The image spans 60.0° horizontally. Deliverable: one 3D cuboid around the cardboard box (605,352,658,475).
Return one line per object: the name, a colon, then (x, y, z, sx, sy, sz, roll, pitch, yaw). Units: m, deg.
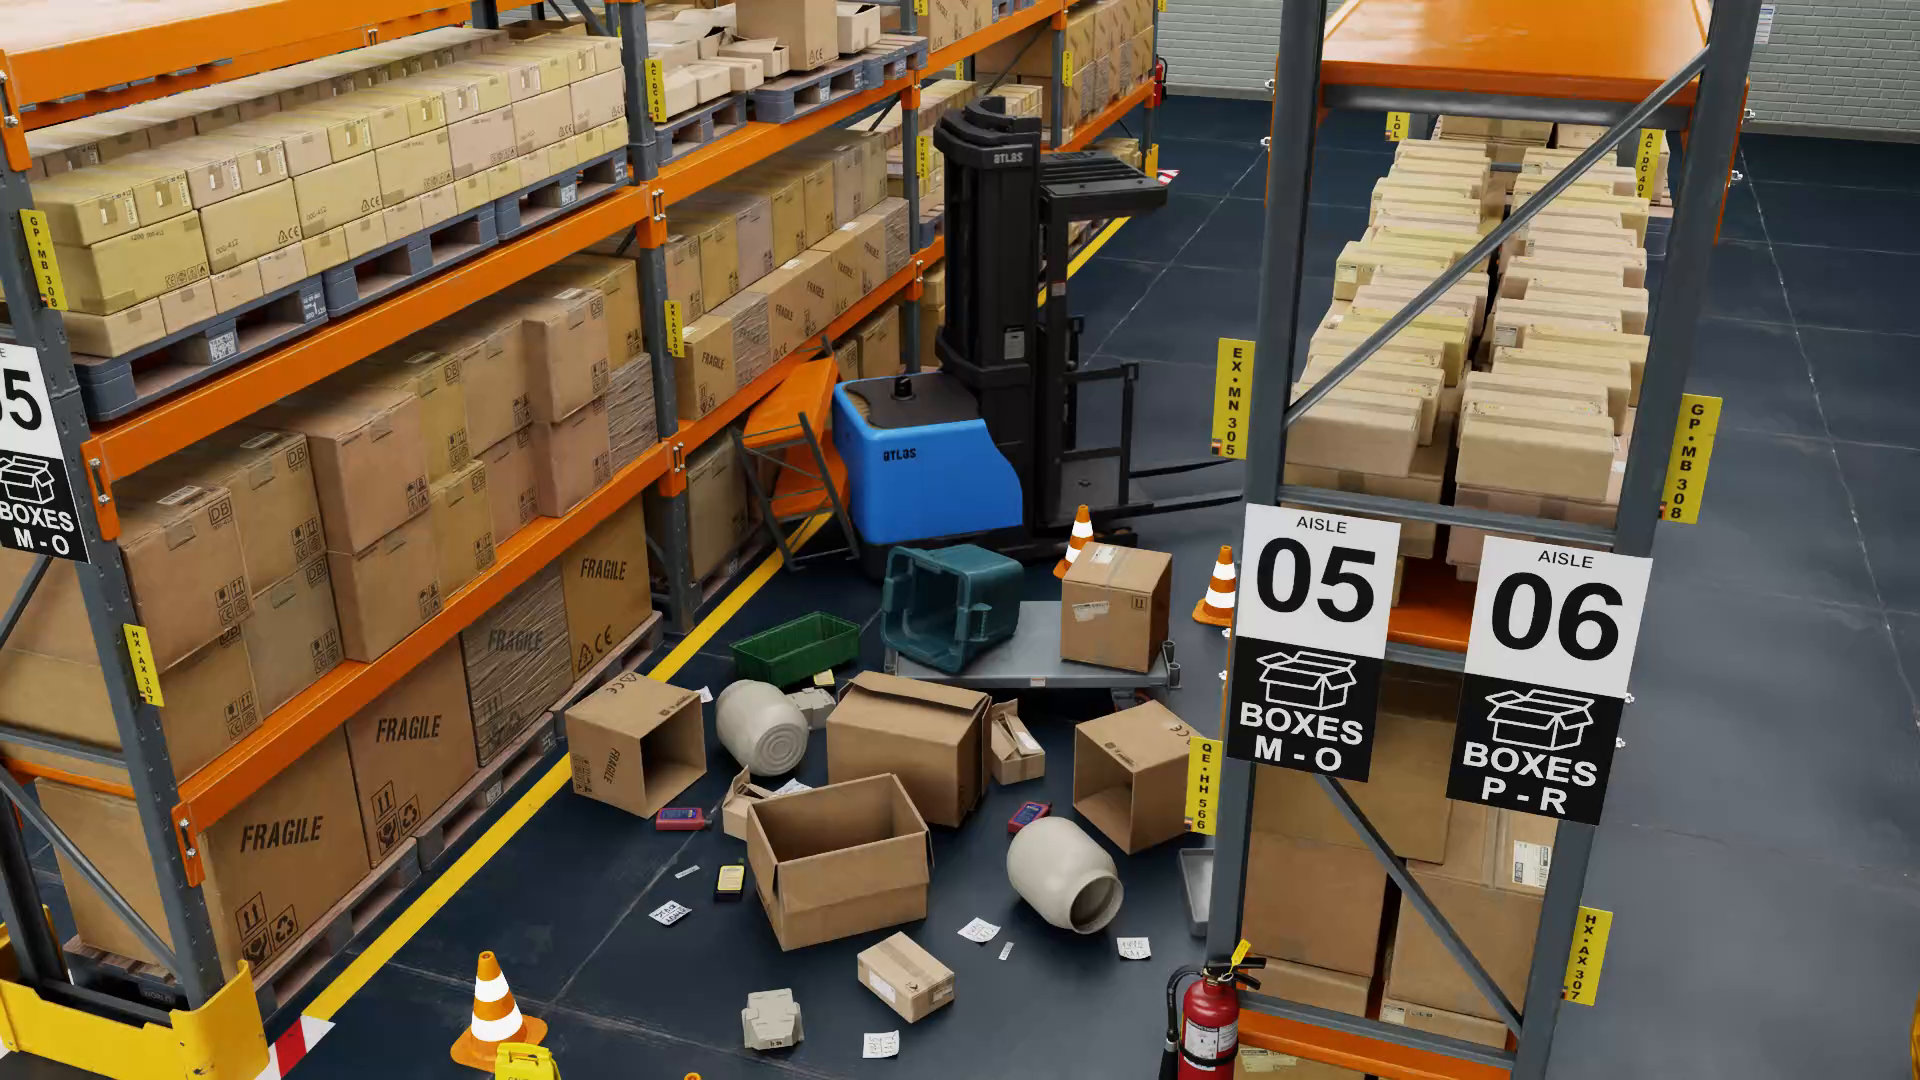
cardboard box: (-2.252, -0.762, 9.434, 0.875, 0.550, 0.550, 9, 27, 17)

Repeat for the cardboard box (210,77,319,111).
cardboard box: (-3.089, -1.952, 7.399, 0.380, 0.149, 0.250, 9, 27, 17)

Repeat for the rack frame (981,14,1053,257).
rack frame: (0.518, -4.136, 16.574, 0.949, 2.616, 0.053, 9, 27, 17)

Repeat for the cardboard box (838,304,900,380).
cardboard box: (-1.097, -1.431, 13.087, 1.050, 0.750, 0.750, 8, 27, 17)

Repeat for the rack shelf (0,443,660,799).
rack shelf: (-2.806, 0.177, 8.184, 0.919, 0.052, 3.809, 9, 27, 17)

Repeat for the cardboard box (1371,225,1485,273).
cardboard box: (1.709, -1.035, 6.100, 0.380, 0.149, 0.250, 9, 27, 18)

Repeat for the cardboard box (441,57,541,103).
cardboard box: (-2.214, -2.172, 7.852, 0.380, 0.149, 0.250, 9, 27, 18)

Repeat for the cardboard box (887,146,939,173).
cardboard box: (-0.386, -3.108, 13.575, 0.380, 0.149, 0.250, 8, 27, 16)

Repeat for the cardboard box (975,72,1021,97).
cardboard box: (0.416, -4.554, 16.982, 0.500, 0.500, 0.500, 9, 27, 18)

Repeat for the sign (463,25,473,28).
sign: (-2.656, -2.647, 9.102, 0.100, 0.325, 0.005, 9, 27, 17)

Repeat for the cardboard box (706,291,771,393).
cardboard box: (-1.545, -1.278, 10.556, 0.500, 0.500, 0.500, 9, 27, 18)

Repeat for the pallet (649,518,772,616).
pallet: (-1.955, 0.079, 11.068, 1.003, 0.211, 1.213, 9, 27, 17)

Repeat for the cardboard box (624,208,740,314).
cardboard box: (-1.812, -1.760, 10.404, 0.700, 0.500, 0.500, 8, 27, 17)

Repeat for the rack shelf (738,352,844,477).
rack shelf: (-1.092, -0.818, 10.905, 0.538, 0.278, 1.000, -11, 33, 12)

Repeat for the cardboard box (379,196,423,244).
cardboard box: (-2.551, -1.393, 7.158, 0.380, 0.149, 0.250, 9, 27, 18)

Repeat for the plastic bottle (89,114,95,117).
plastic bottle: (-9.226, -4.562, 17.602, 0.097, 0.271, 0.097, 0, 26, 0)

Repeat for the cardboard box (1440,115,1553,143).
cardboard box: (2.634, -2.125, 8.095, 0.500, 0.250, 0.500, 9, 27, 19)

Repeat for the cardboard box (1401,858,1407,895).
cardboard box: (1.818, 0.925, 5.664, 0.500, 0.500, 0.500, 10, 27, 19)

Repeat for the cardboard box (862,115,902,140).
cardboard box: (-0.646, -3.634, 14.662, 0.380, 0.149, 0.250, 10, 28, 20)

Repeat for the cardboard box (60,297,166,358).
cardboard box: (-3.055, -0.770, 5.871, 0.380, 0.149, 0.250, 9, 27, 18)

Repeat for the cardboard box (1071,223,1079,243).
cardboard box: (1.034, -3.254, 17.541, 0.380, 0.149, 0.250, 10, 27, 19)

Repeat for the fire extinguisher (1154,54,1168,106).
fire extinguisher: (2.372, -5.613, 20.142, 0.296, 0.674, 0.183, 9, 27, 17)

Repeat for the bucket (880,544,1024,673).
bucket: (-0.012, 0.331, 9.359, 0.726, 0.611, 0.620, 20, 22, 35)

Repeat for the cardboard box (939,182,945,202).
cardboard box: (-0.292, -2.944, 13.917, 0.380, 0.149, 0.250, 10, 28, 20)

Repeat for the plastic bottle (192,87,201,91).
plastic bottle: (-8.741, -5.200, 18.914, 0.152, 0.276, 0.135, 9, 27, 17)

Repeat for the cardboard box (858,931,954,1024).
cardboard box: (-0.239, 1.924, 7.329, 0.250, 0.149, 0.380, -20, 33, -36)

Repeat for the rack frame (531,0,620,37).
rack frame: (-4.122, -4.896, 18.144, 1.000, 3.000, 0.127, 9, 27, 17)

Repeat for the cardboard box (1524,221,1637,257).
cardboard box: (2.293, -1.063, 6.158, 0.380, 0.149, 0.250, 9, 27, 18)

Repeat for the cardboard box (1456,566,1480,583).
cardboard box: (1.649, 0.025, 4.826, 0.380, 0.149, 0.250, 8, 27, 16)

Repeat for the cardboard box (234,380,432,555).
cardboard box: (-2.901, -0.354, 7.352, 0.875, 0.550, 0.550, 9, 27, 17)

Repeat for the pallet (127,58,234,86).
pallet: (-6.136, -3.539, 12.115, 1.213, 0.211, 1.003, 9, 27, 17)

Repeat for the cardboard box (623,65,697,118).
cardboard box: (-1.704, -2.584, 9.483, 0.258, 0.266, 0.396, 8, 27, 17)

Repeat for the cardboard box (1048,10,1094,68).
cardboard box: (1.060, -5.130, 17.023, 0.500, 0.500, 0.500, 8, 27, 16)

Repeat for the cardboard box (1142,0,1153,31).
cardboard box: (1.935, -6.184, 19.201, 0.500, 0.500, 0.500, 8, 27, 16)

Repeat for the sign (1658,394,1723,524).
sign: (1.742, -0.193, 3.985, 0.100, 0.325, 0.005, 9, 27, 17)

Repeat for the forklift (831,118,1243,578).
forklift: (0.694, -1.371, 11.043, 3.031, 2.843, 1.129, -8, 27, -16)

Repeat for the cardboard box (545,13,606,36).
cardboard box: (-4.221, -5.528, 18.419, 0.500, 0.500, 0.500, 10, 27, 19)

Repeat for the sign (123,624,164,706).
sign: (-2.950, 0.453, 6.011, 0.100, 0.325, 0.005, 9, 27, 17)

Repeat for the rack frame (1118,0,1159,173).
rack frame: (1.853, -5.779, 19.968, 1.000, 3.000, 0.127, 9, 27, 17)

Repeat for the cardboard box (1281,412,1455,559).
cardboard box: (1.146, -0.194, 4.820, 0.500, 0.250, 0.500, 8, 27, 17)

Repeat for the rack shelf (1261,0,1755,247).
rack shelf: (1.895, -1.725, 5.539, 1.077, 0.370, 4.000, 9, 27, 17)

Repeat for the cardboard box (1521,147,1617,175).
cardboard box: (2.661, -1.606, 7.279, 0.380, 0.149, 0.250, 9, 27, 19)

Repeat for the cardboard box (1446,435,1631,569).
cardboard box: (1.648, -0.112, 4.652, 0.500, 0.250, 0.500, 8, 27, 17)

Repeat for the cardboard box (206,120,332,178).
cardboard box: (-2.721, -1.543, 6.553, 0.380, 0.149, 0.250, 8, 27, 17)

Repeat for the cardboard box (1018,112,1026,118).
cardboard box: (0.403, -3.943, 15.641, 0.380, 0.149, 0.250, 10, 28, 20)

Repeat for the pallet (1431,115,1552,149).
pallet: (3.209, -2.102, 9.147, 1.213, 0.211, 1.003, 9, 27, 17)

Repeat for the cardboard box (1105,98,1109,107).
cardboard box: (1.426, -4.863, 18.364, 0.380, 0.149, 0.250, 9, 27, 18)

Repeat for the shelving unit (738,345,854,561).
shelving unit: (-1.009, -0.585, 11.061, 0.538, 0.981, 1.030, -11, 33, 12)

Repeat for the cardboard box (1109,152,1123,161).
cardboard box: (1.665, -4.382, 19.188, 0.380, 0.149, 0.250, 8, 27, 15)
